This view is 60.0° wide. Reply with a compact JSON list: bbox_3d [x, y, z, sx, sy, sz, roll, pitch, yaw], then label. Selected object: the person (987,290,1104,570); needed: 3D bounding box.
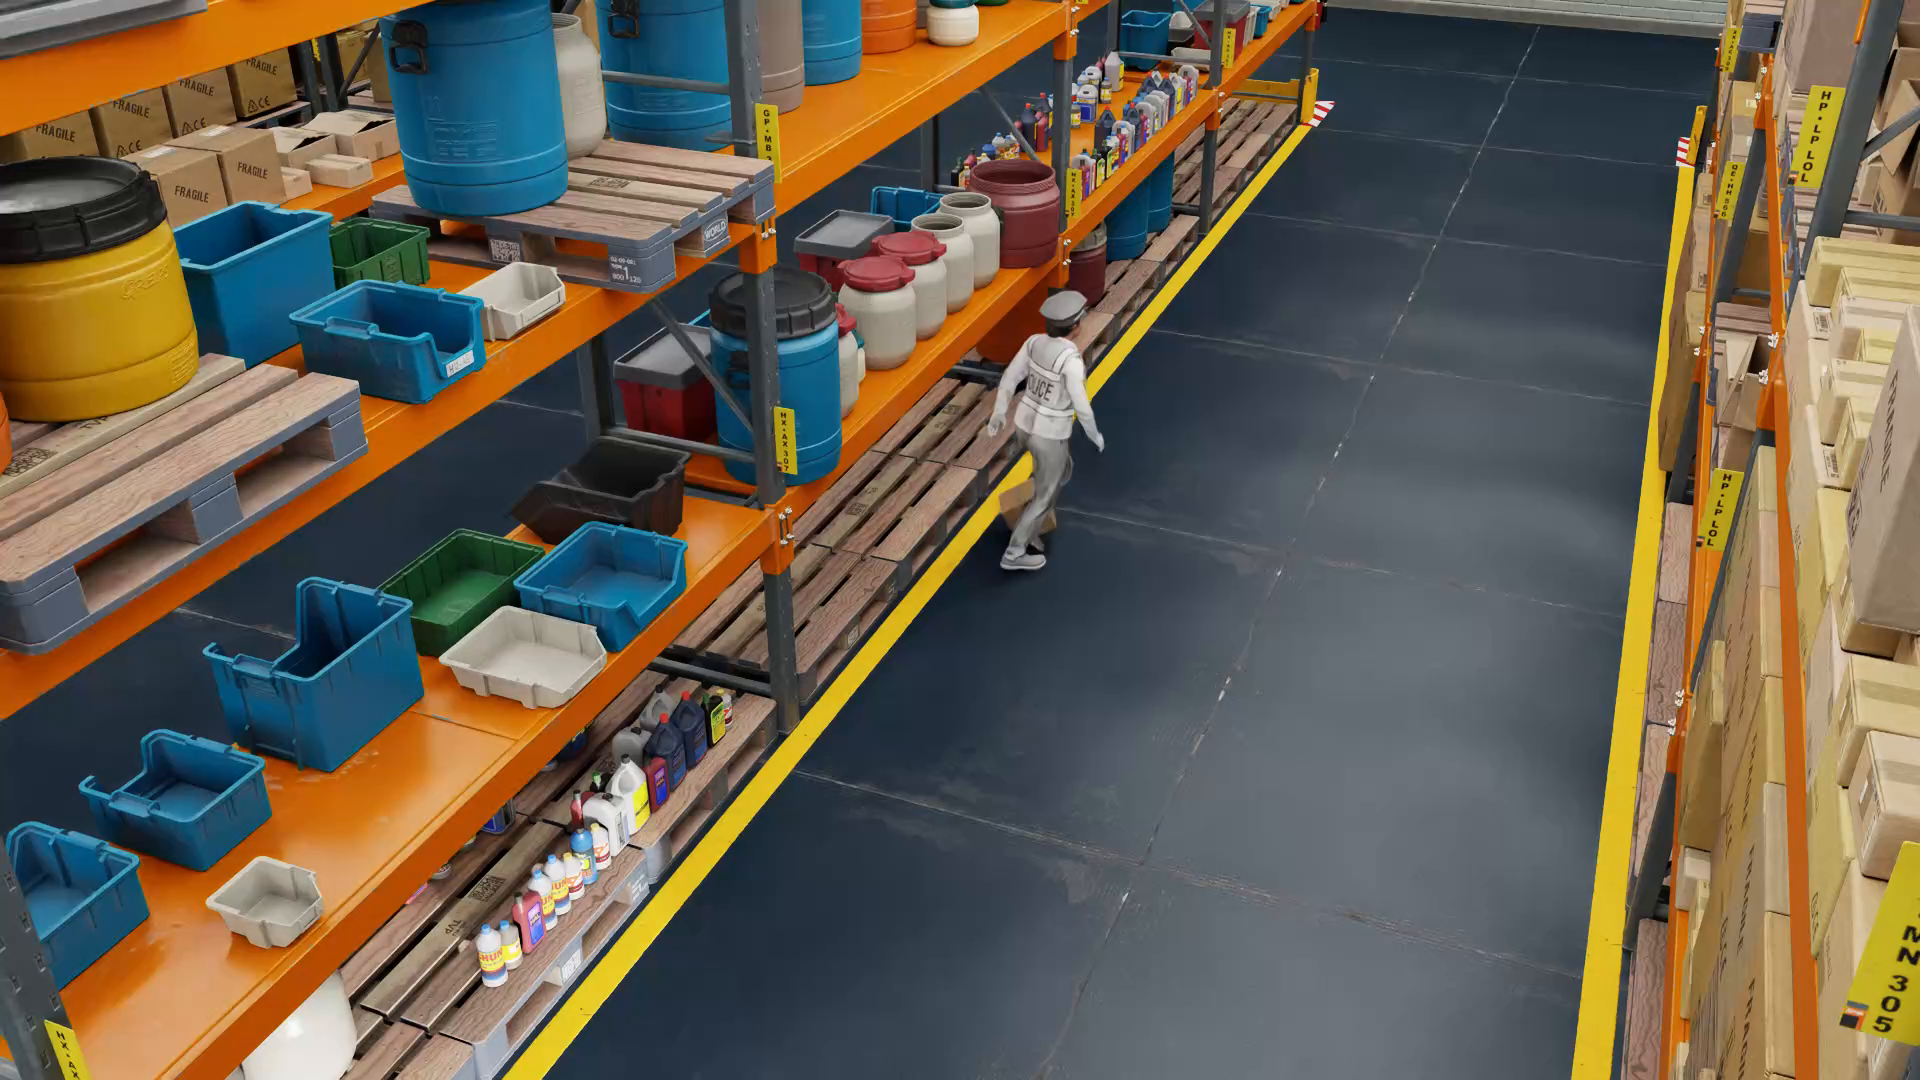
[{"bbox_3d":[0.487,-0.616,9.511,0.599,1.651,0.608,-14,33,-24],"label":"person"}]
